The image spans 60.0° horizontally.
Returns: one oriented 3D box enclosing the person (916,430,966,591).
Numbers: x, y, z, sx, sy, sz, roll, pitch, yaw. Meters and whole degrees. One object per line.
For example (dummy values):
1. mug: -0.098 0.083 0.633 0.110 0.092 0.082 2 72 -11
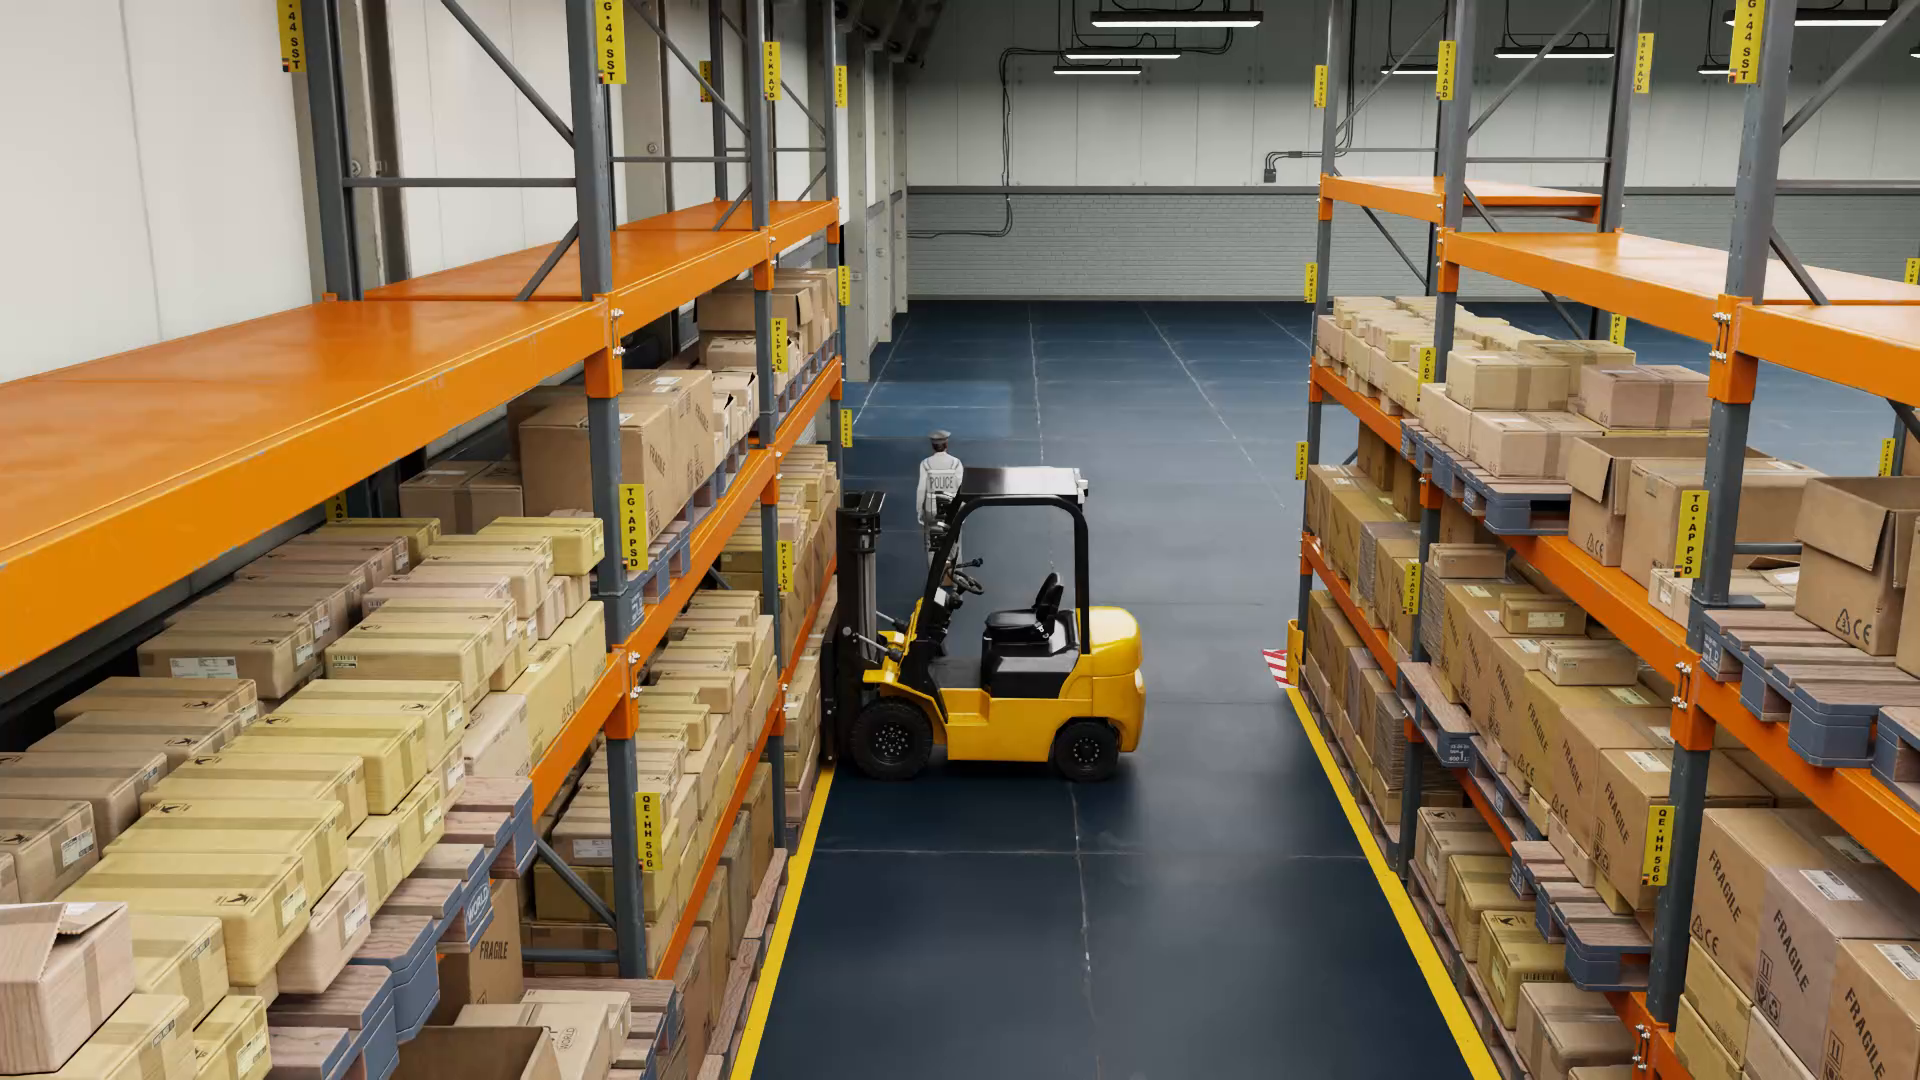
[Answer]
1. person: -0.187 -0.293 17.170 0.535 1.662 0.373 0 14 -2
